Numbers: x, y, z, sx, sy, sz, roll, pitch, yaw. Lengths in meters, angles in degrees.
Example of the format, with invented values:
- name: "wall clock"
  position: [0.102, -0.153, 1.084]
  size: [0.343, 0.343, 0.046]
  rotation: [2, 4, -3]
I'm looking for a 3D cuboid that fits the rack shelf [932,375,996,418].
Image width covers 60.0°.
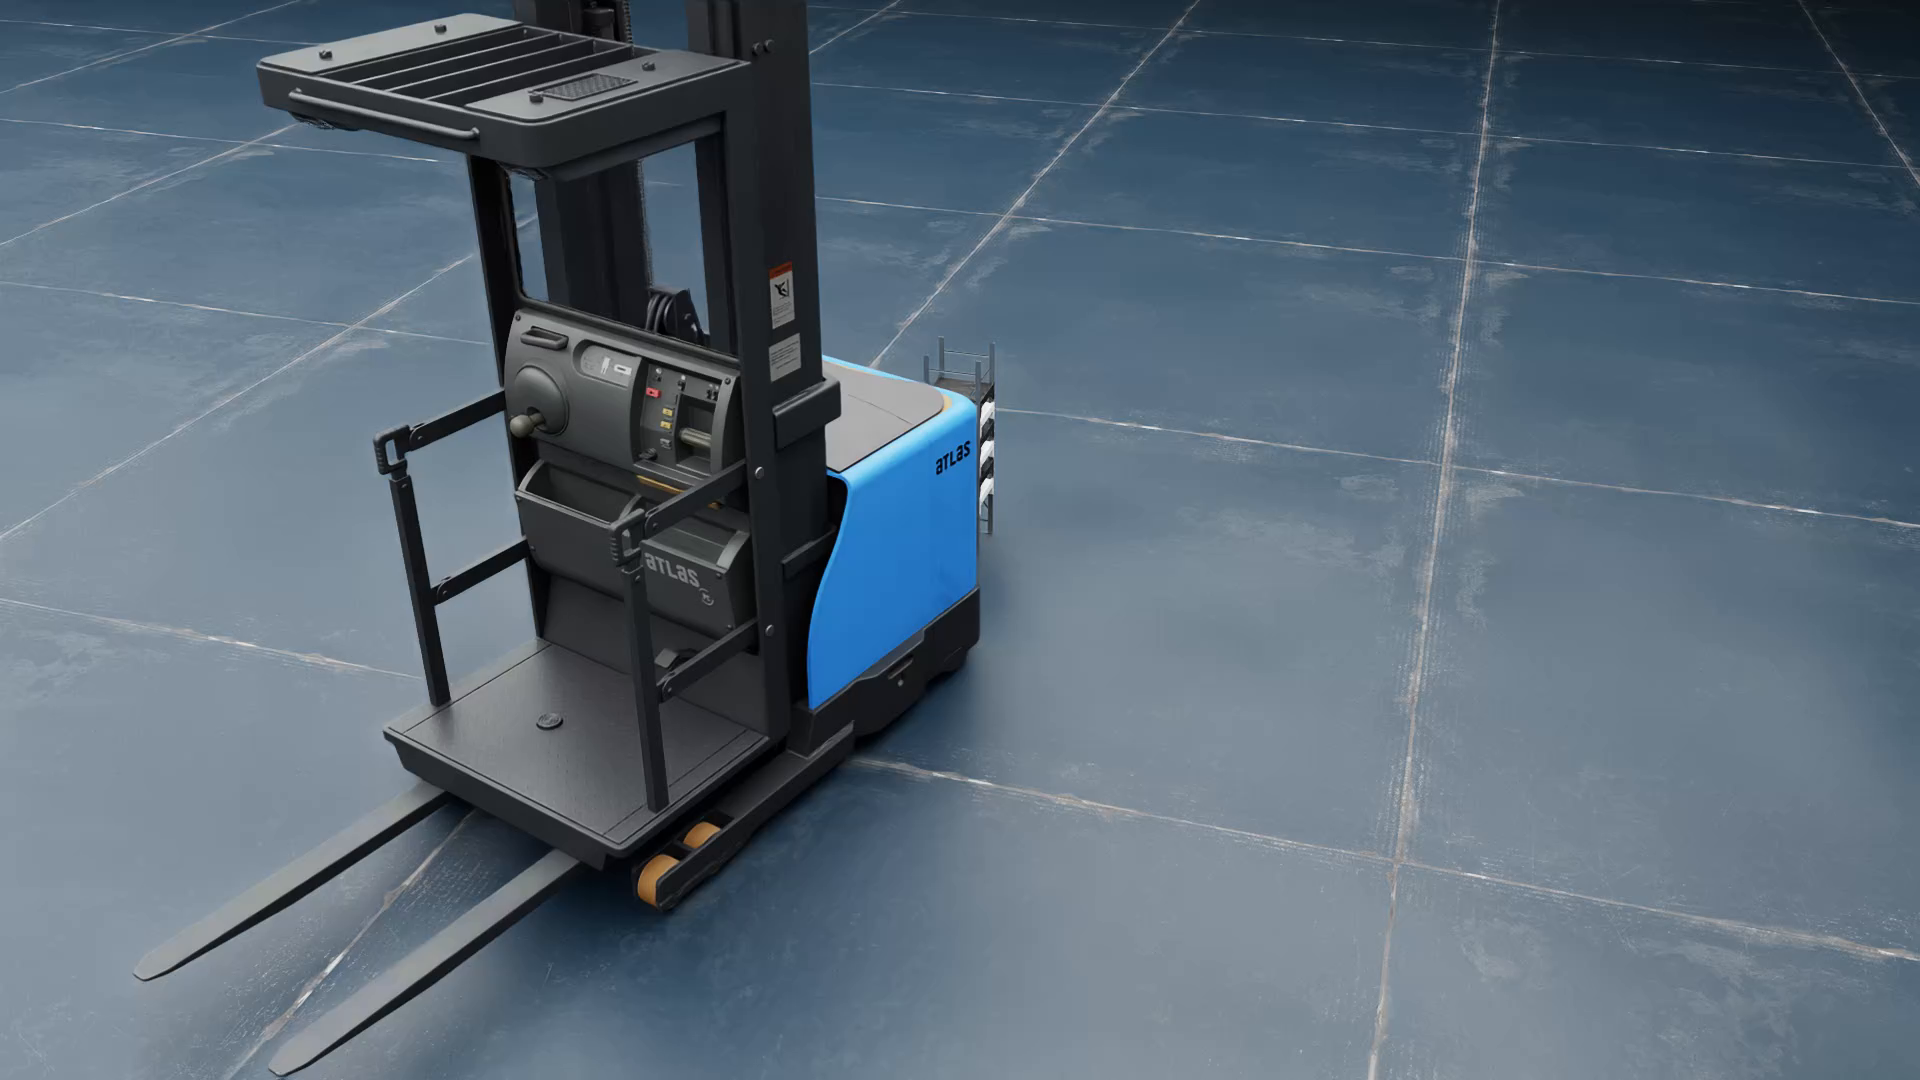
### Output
- name: "rack shelf"
  position: [-0.002, -0.596, 6.909]
  size: [0.258, 0.077, 0.200]
  rotation: [8, 30, 15]

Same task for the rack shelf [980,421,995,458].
- name: "rack shelf"
  position: [-0.002, -0.439, 6.997]
  size: [0.258, 0.077, 0.200]
  rotation: [8, 30, 15]

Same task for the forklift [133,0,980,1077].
- name: "forklift"
  position: [-1.173, -0.397, 4.948]
  size: [1.130, 2.935, 3.031]
  rotation: [18, 34, 30]

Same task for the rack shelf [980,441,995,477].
- name: "rack shelf"
  position: [-0.002, -0.360, 7.041]
  size: [0.258, 0.077, 0.200]
  rotation: [8, 30, 15]

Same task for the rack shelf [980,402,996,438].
- name: "rack shelf"
  position: [-0.002, -0.518, 6.953]
  size: [0.258, 0.077, 0.200]
  rotation: [8, 30, 15]

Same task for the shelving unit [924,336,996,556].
- name: "shelving unit"
  position: [-0.002, -0.389, 7.024]
  size: [0.258, 0.900, 0.210]
  rotation: [8, 30, 15]

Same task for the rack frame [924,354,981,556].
- name: "rack frame"
  position: [-0.032, -0.342, 6.940]
  size: [0.240, 0.900, 0.006]
  rotation: [8, 30, 15]

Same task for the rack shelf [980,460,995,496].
- name: "rack shelf"
  position: [-0.002, -0.282, 7.084]
  size: [0.258, 0.077, 0.200]
  rotation: [8, 30, 15]

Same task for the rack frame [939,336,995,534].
- name: "rack frame"
  position: [0.027, -0.437, 7.109]
  size: [0.240, 0.900, 0.006]
  rotation: [8, 30, 15]

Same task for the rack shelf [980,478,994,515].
- name: "rack shelf"
  position: [-0.002, -0.203, 7.128]
  size: [0.258, 0.077, 0.200]
  rotation: [8, 30, 15]
